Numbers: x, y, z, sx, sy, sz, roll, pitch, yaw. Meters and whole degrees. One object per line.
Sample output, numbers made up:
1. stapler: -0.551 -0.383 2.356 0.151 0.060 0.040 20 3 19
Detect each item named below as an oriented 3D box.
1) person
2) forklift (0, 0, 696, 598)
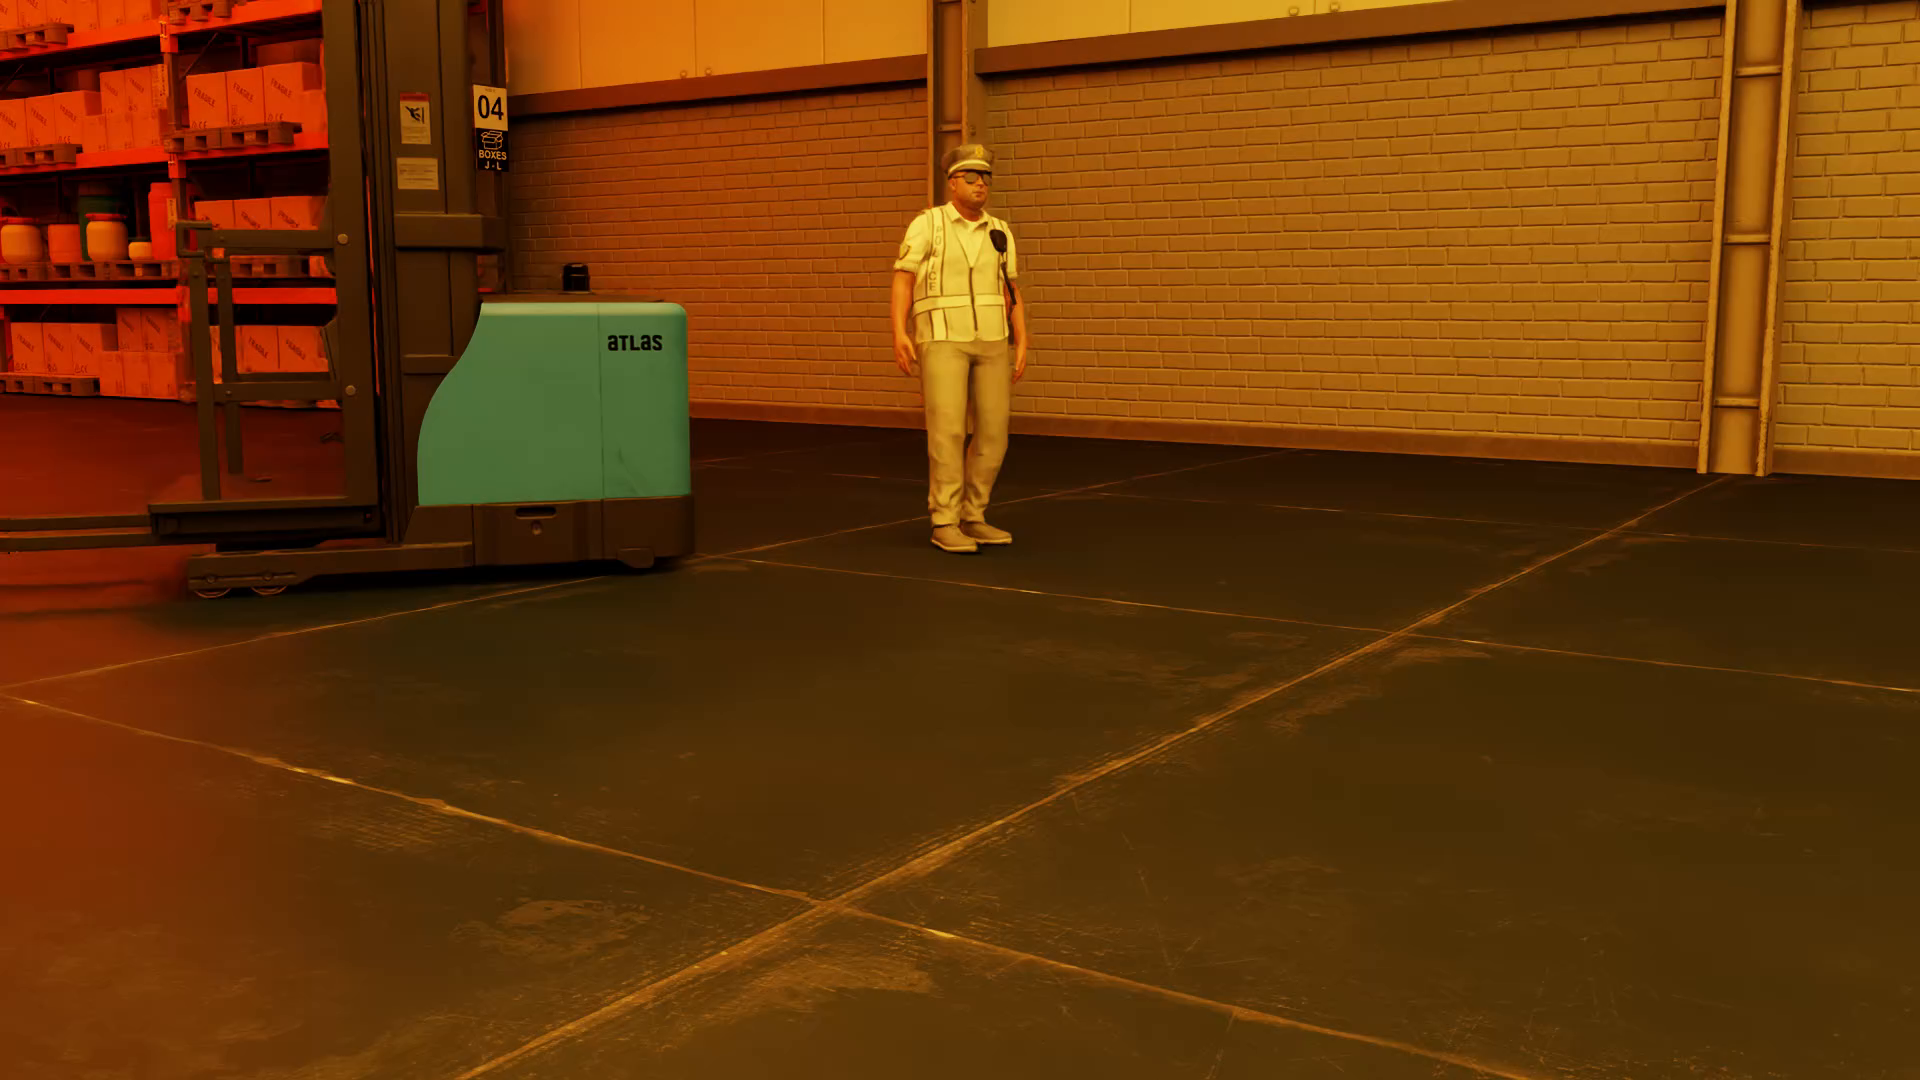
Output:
1. person: 0.043 -0.854 7.349 0.659 1.764 0.608 -3 9 -20
2. forklift: -2.645 -1.320 6.478 3.031 2.935 1.130 -3 9 -18
